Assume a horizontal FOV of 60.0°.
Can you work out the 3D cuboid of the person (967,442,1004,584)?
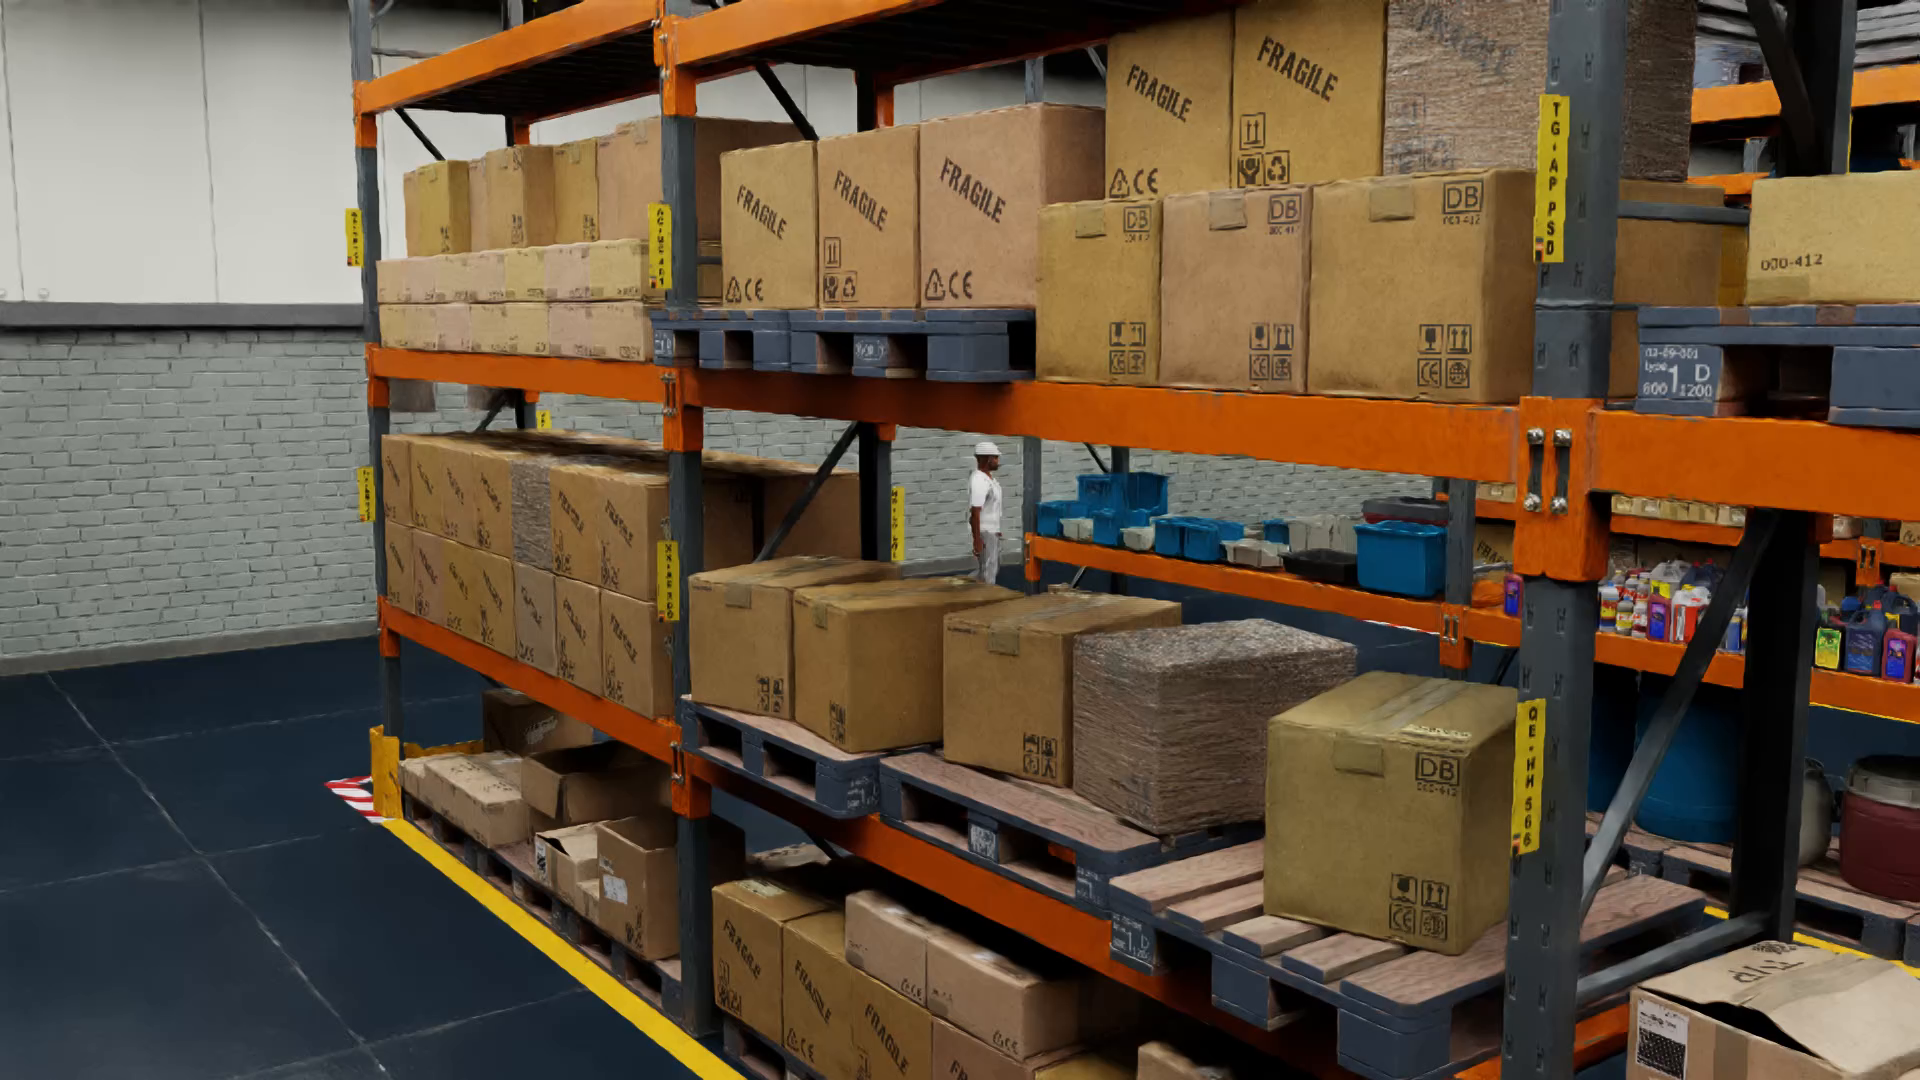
[{"bbox_3d":[0.204,-0.074,16.139,0.623,1.761,0.661,0,8,2],"label":"person"}]
